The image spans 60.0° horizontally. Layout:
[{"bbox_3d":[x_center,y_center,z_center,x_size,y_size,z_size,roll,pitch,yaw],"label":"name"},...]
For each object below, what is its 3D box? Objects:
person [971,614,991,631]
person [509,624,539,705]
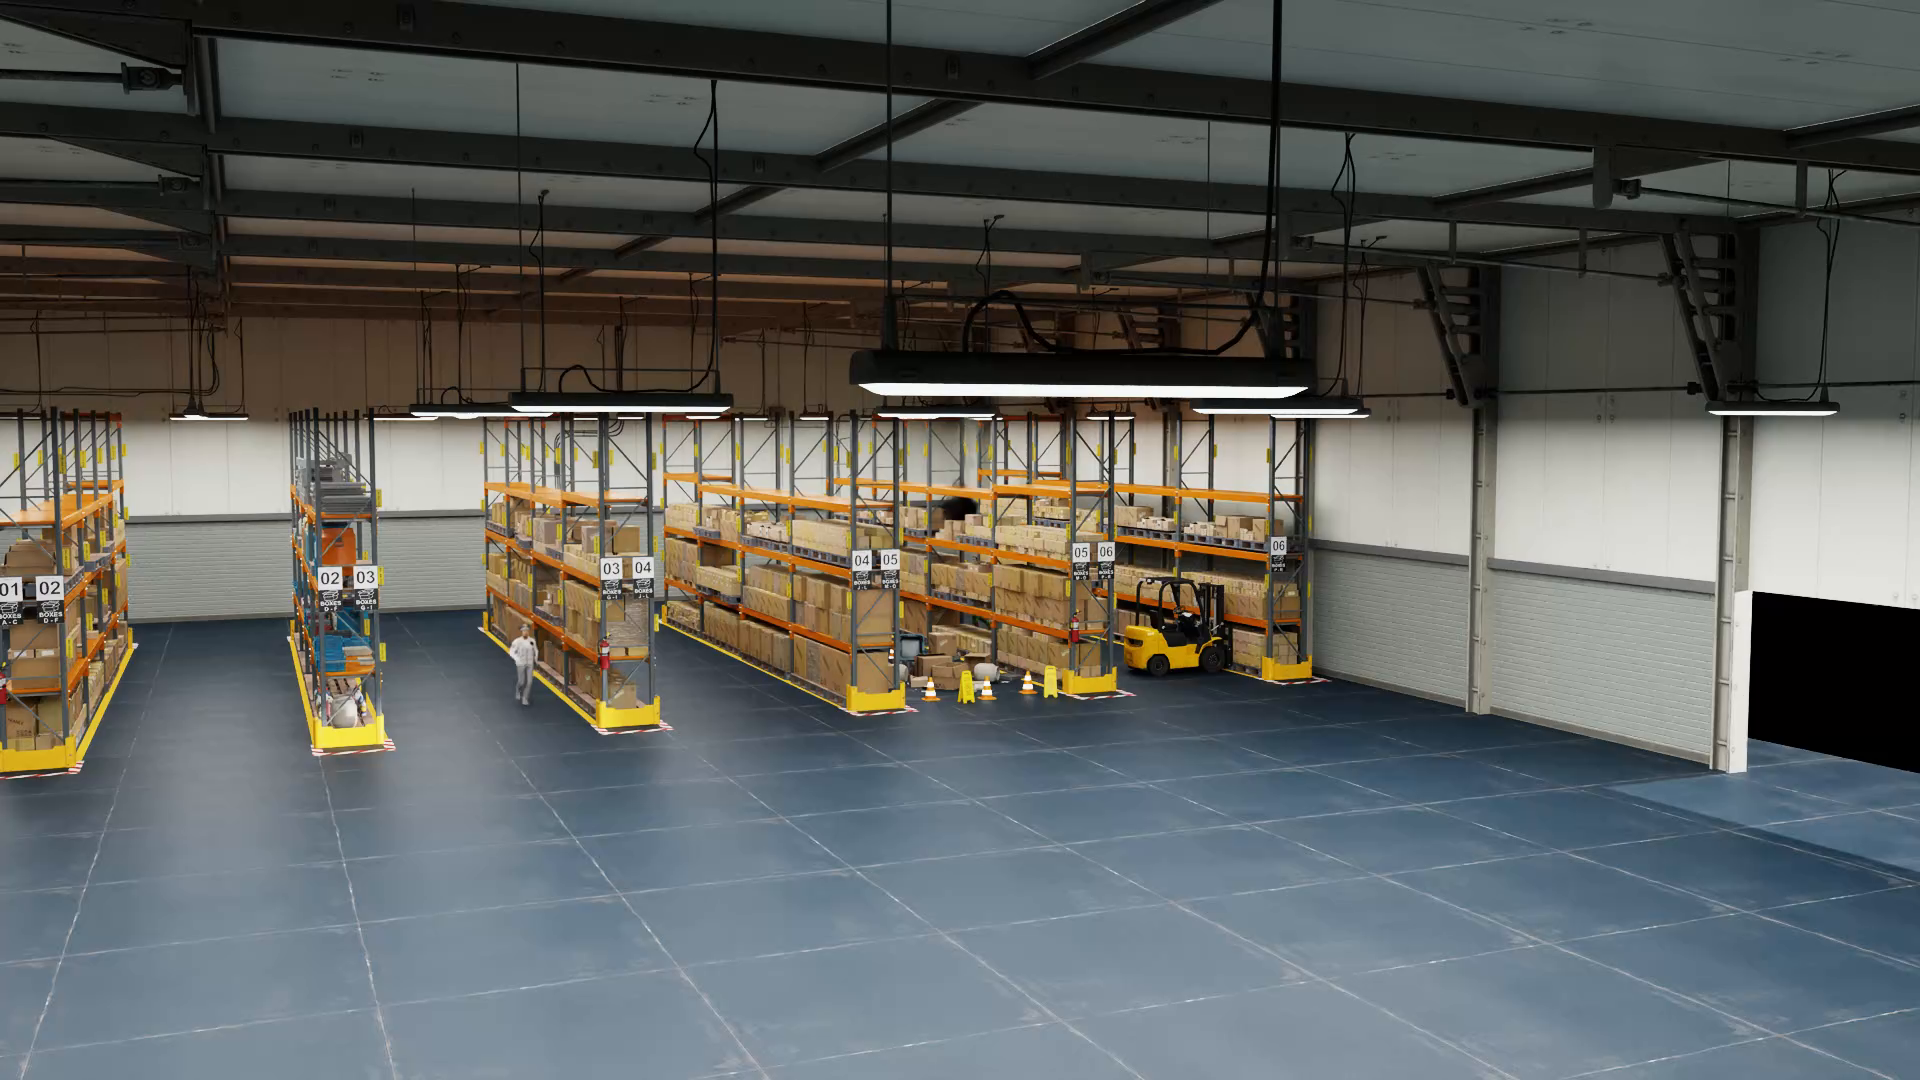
[{"bbox_3d":[0.517,1.722,44.727,0.661,1.773,0.799,-2,4,-24],"label":"person"},{"bbox_3d":[-8.860,2.524,33.865,0.601,1.652,0.543,-2,5,-31],"label":"person"}]
